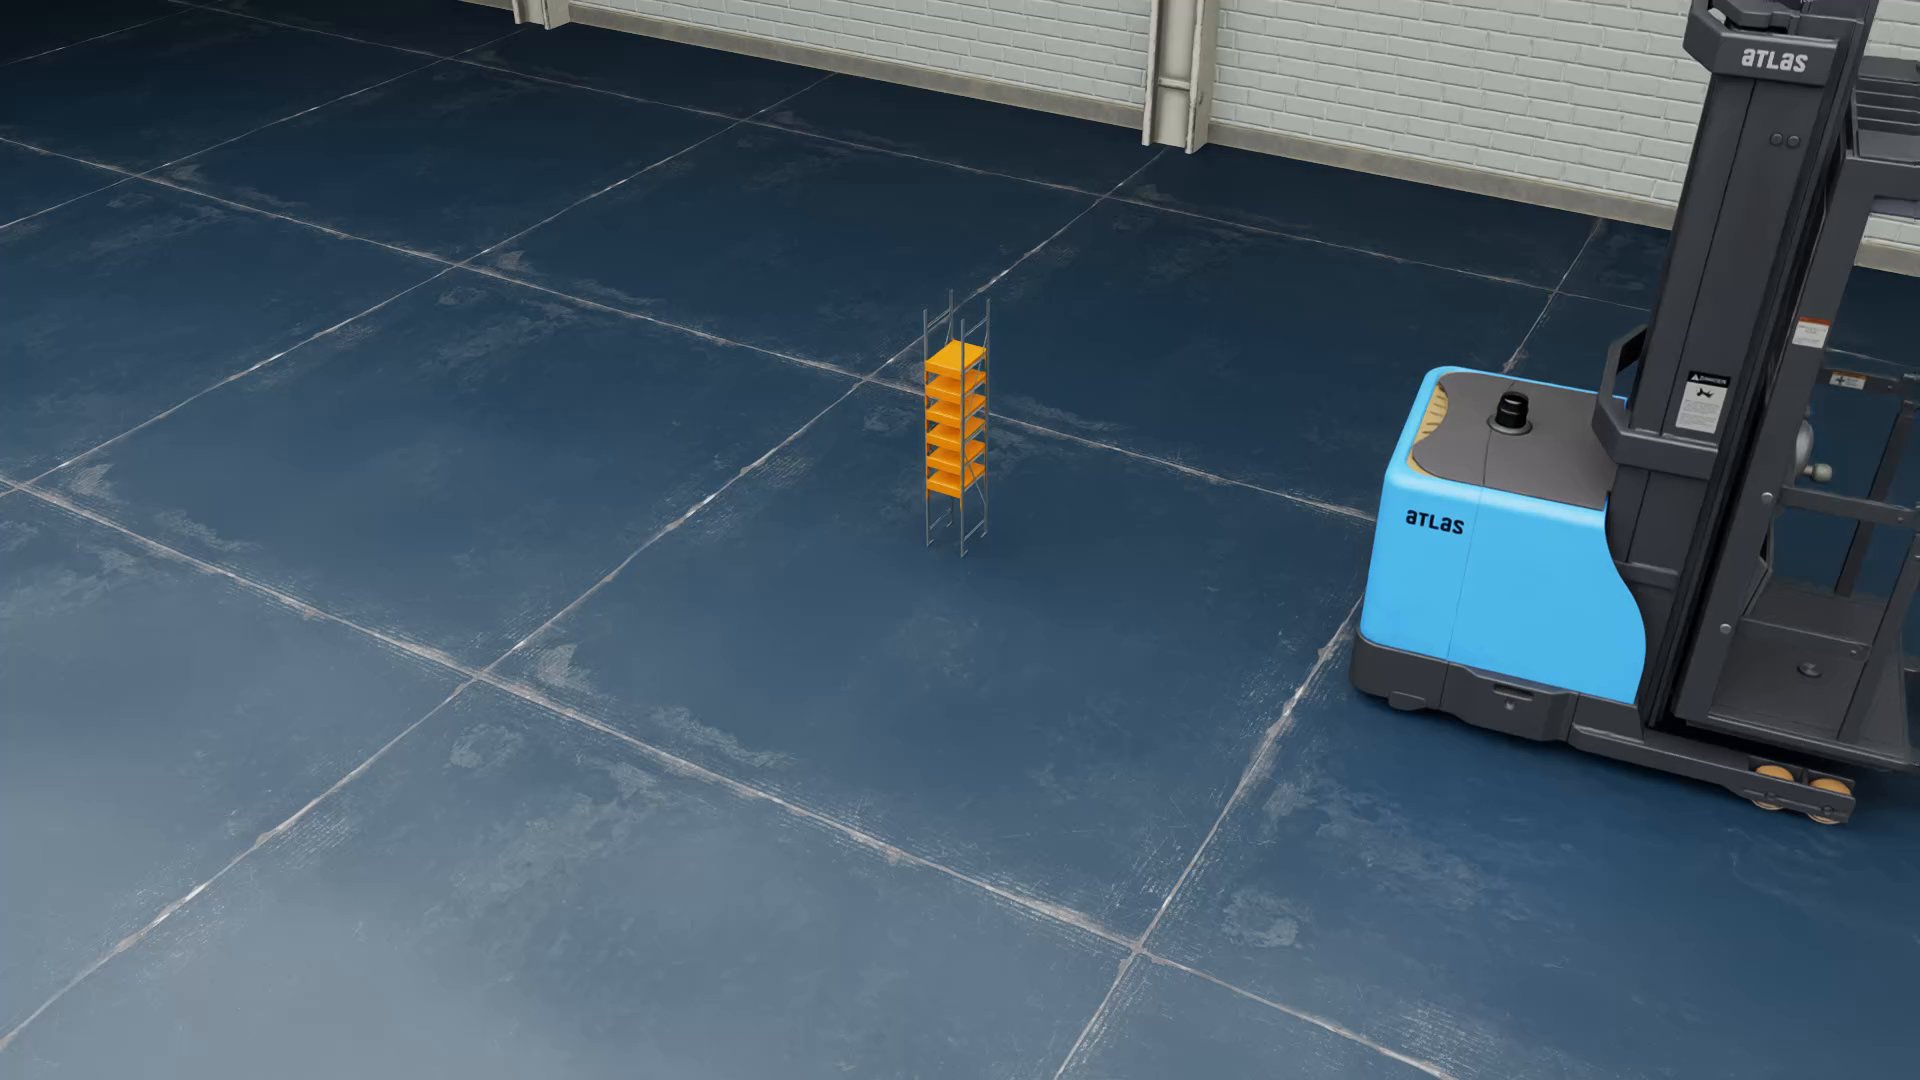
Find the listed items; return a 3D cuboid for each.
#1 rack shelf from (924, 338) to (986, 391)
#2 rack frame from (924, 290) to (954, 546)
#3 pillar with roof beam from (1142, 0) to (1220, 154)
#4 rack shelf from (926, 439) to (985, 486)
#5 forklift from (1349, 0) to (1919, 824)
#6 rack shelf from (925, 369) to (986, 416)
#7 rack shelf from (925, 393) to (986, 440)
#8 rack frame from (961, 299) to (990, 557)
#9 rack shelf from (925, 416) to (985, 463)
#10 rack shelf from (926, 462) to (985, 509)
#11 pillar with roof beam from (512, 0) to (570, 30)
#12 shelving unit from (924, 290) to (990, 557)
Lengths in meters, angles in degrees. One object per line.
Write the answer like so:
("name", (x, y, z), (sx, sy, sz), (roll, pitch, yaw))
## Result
("rack shelf", (-0.013, -0.766, 7.249), (0.180, 0.103, 0.258), (18, 37, 24))
("rack frame", (-0.092, -0.529, 7.461), (0.006, 1.200, 0.240), (18, 37, 24))
("pillar with roof beam", (-0.572, -4.564, 6.485), (0.400, 9.000, 9.100), (18, 37, 24))
("rack shelf", (-0.013, -0.367, 7.515), (0.180, 0.103, 0.258), (18, 37, 24))
("forklift", (3.150, -0.503, 5.861), (3.031, 2.935, 1.130), (13, 36, 19))
("rack shelf", (-0.013, -0.666, 7.315), (0.180, 0.103, 0.258), (18, 37, 24))
("rack shelf", (-0.013, -0.566, 7.382), (0.180, 0.103, 0.258), (18, 37, 24))
("rack frame", (0.067, -0.478, 7.386), (0.006, 1.200, 0.240), (18, 37, 24))
("rack shelf", (-0.013, -0.466, 7.448), (0.180, 0.103, 0.258), (18, 37, 24))
("rack shelf", (-0.013, -0.267, 7.581), (0.180, 0.103, 0.258), (18, 37, 24))
("pillar with roof beam", (-5.782, -6.214, 8.963), (0.400, 9.000, 9.100), (18, 37, 24))
("shelving unit", (-0.013, -0.503, 7.423), (0.189, 1.200, 0.258), (18, 37, 24))
